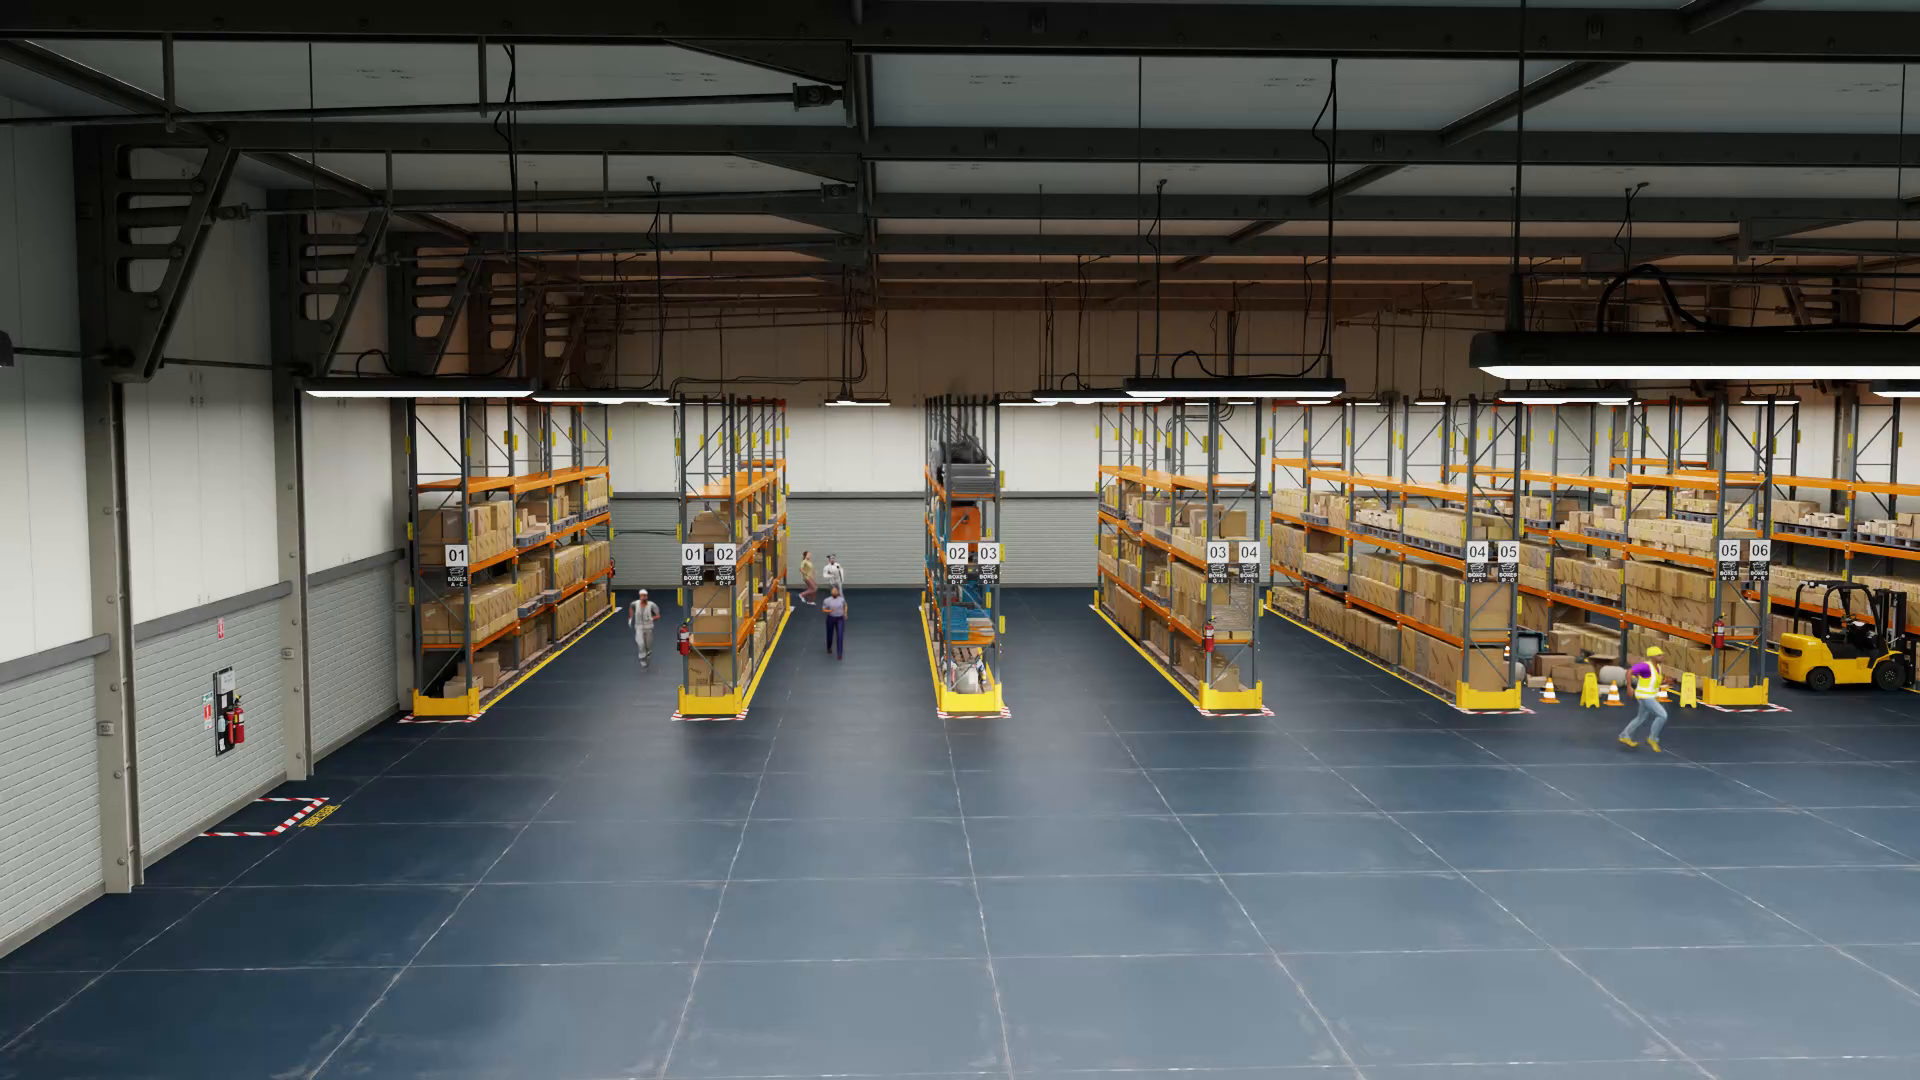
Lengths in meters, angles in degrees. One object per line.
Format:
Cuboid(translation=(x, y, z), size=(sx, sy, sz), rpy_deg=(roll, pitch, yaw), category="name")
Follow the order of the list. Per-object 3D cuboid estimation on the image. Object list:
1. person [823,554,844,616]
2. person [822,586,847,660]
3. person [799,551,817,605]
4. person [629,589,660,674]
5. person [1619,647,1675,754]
Cuboid(translation=(-3.527, 1.234, 46.309), size=(0.607, 1.714, 0.801), rpy_deg=(-1, 5, -13), category="person")
Cuboid(translation=(-2.862, 1.876, 38.099), size=(0.607, 1.632, 0.941), rpy_deg=(-1, 5, -10), category="person")
Cuboid(translation=(-4.440, 1.112, 48.450), size=(0.544, 1.593, 0.586), rpy_deg=(1, 5, 11), category="person")
Cuboid(translation=(-6.888, 1.964, 36.305), size=(0.688, 1.807, 1.018), rpy_deg=(0, 5, -5), category="person")
Cuboid(translation=(11.461, 2.659, 27.768), size=(0.834, 1.784, 0.729), rpy_deg=(4, 6, 40), category="person")
